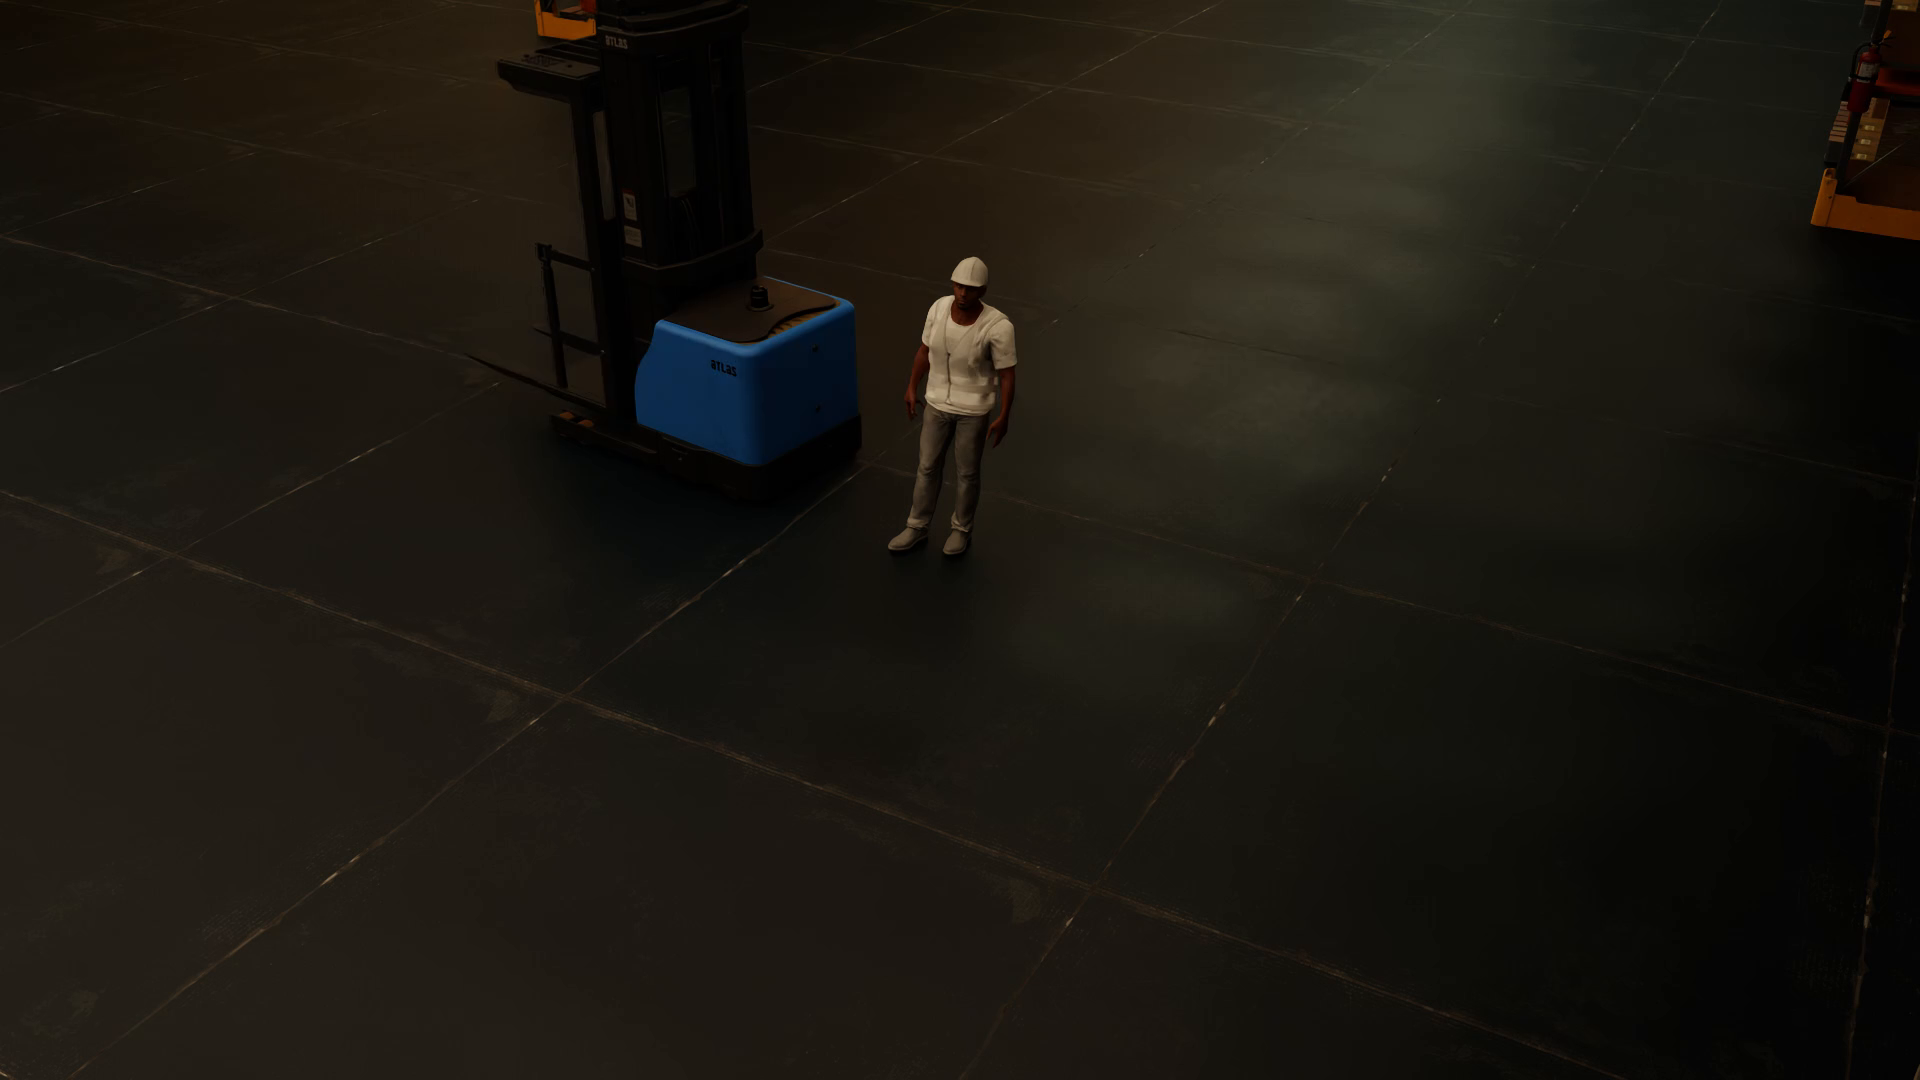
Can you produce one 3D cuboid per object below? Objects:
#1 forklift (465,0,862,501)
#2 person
[{"bbox_3d":[-2.128,-2.093,10.697,3.031,2.935,1.130,21,36,31],"label":"forklift"},{"bbox_3d":[-0.039,-0.742,9.507,0.665,1.768,0.575,15,33,25],"label":"person"}]
